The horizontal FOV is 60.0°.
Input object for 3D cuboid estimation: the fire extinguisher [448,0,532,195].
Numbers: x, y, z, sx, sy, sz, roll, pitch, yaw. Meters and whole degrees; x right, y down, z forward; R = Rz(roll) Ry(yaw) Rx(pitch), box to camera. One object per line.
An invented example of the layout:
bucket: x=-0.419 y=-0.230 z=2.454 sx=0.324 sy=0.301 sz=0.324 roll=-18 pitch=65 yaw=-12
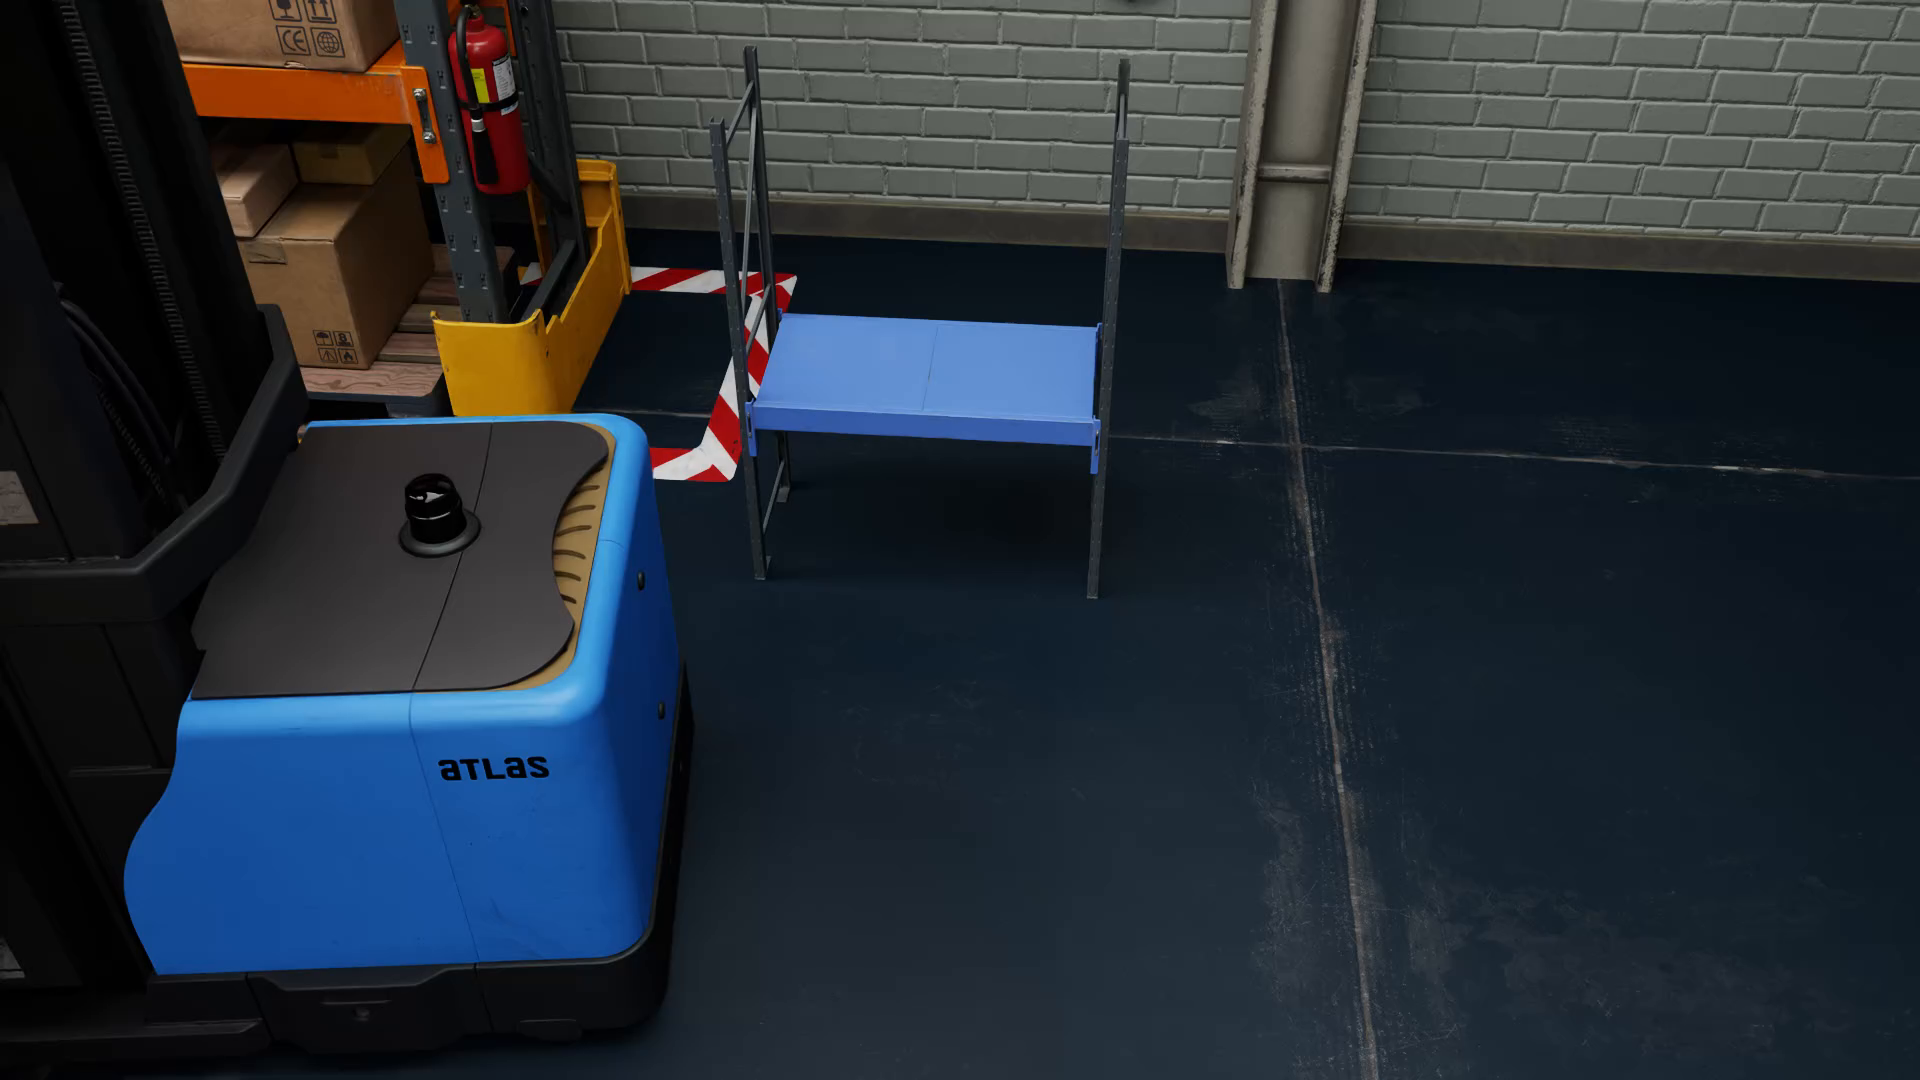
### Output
fire extinguisher: x=-1.402 y=-1.357 z=4.898 sx=0.183 sy=0.674 sz=0.296 roll=3 pitch=39 yaw=4

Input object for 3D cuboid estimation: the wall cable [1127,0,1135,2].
wall cable: x=-0.155 y=-2.750 z=5.447 sx=1.851 sy=1.984 sz=0.084 roll=3 pitch=39 yaw=4

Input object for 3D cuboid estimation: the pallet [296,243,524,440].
pallet: x=-2.316 y=-0.743 z=5.996 sx=1.213 sy=0.211 sz=1.003 roll=3 pitch=39 yaw=4

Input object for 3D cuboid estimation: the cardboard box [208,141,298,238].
cardboard box: x=-2.362 y=-1.143 z=5.412 sx=0.250 sy=0.149 sz=0.380 roll=3 pitch=39 yaw=3

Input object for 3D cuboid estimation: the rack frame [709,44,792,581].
rack frame: x=-0.591 y=-0.614 z=4.816 sx=0.032 sy=1.500 sz=0.500 roll=3 pitch=39 yaw=4

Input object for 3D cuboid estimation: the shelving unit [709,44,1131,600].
shelving unit: x=-0.085 y=-0.586 z=4.782 sx=1.048 sy=1.500 sz=0.538 roll=3 pitch=39 yaw=4

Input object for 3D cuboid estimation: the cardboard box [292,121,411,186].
cardboard box: x=-2.076 y=-1.370 z=5.690 sx=0.250 sy=0.149 sz=0.380 roll=3 pitch=39 yaw=4

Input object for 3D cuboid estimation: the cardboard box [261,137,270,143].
cardboard box: x=-2.717 y=-1.026 z=5.782 sx=0.500 sy=0.500 sz=0.700 roll=3 pitch=39 yaw=4

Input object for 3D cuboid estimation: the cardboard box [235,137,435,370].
cardboard box: x=-2.218 y=-0.999 z=5.749 sx=0.500 sy=0.500 sz=0.700 roll=3 pitch=39 yaw=4

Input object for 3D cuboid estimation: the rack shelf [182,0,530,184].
rack shelf: x=-3.505 y=-1.660 z=5.484 sx=4.000 sy=0.370 sz=1.077 roll=3 pitch=39 yaw=4

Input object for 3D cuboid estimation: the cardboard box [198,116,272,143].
cardboard box: x=-2.581 y=-1.397 z=5.724 sx=0.250 sy=0.149 sz=0.380 roll=3 pitch=39 yaw=4

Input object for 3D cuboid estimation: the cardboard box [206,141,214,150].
cardboard box: x=-2.617 y=-1.157 z=5.428 sx=0.250 sy=0.149 sz=0.380 roll=4 pitch=39 yaw=5

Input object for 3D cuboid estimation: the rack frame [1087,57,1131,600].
rack frame: x=0.421 y=-0.559 z=4.748 sx=0.032 sy=1.500 sz=0.500 roll=3 pitch=39 yaw=4

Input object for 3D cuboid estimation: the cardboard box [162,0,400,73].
cardboard box: x=-2.021 y=-1.968 z=5.055 sx=0.700 sy=0.700 sz=0.980 roll=5 pitch=39 yaw=6

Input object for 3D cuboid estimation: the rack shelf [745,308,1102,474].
rack shelf: x=-0.085 y=-0.447 z=4.896 sx=1.000 sy=0.185 sz=0.538 roll=3 pitch=39 yaw=4

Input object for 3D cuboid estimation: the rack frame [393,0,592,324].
rack frame: x=-1.512 y=-1.831 z=5.123 sx=0.127 sy=3.000 sz=1.000 roll=3 pitch=39 yaw=4

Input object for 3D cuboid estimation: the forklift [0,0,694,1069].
forklift: x=-2.215 y=-0.262 z=3.251 sx=3.031 sy=2.935 sz=1.130 roll=-2 pitch=39 yaw=-2

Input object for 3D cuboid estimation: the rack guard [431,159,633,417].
rack guard: x=-1.488 y=-0.860 z=5.910 sx=0.348 sy=0.500 sz=1.175 roll=3 pitch=39 yaw=4

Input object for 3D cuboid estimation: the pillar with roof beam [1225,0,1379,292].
pillar with roof beam: x=0.881 y=-1.847 z=0.390 sx=0.400 sy=9.000 sz=9.100 roll=3 pitch=39 yaw=4
